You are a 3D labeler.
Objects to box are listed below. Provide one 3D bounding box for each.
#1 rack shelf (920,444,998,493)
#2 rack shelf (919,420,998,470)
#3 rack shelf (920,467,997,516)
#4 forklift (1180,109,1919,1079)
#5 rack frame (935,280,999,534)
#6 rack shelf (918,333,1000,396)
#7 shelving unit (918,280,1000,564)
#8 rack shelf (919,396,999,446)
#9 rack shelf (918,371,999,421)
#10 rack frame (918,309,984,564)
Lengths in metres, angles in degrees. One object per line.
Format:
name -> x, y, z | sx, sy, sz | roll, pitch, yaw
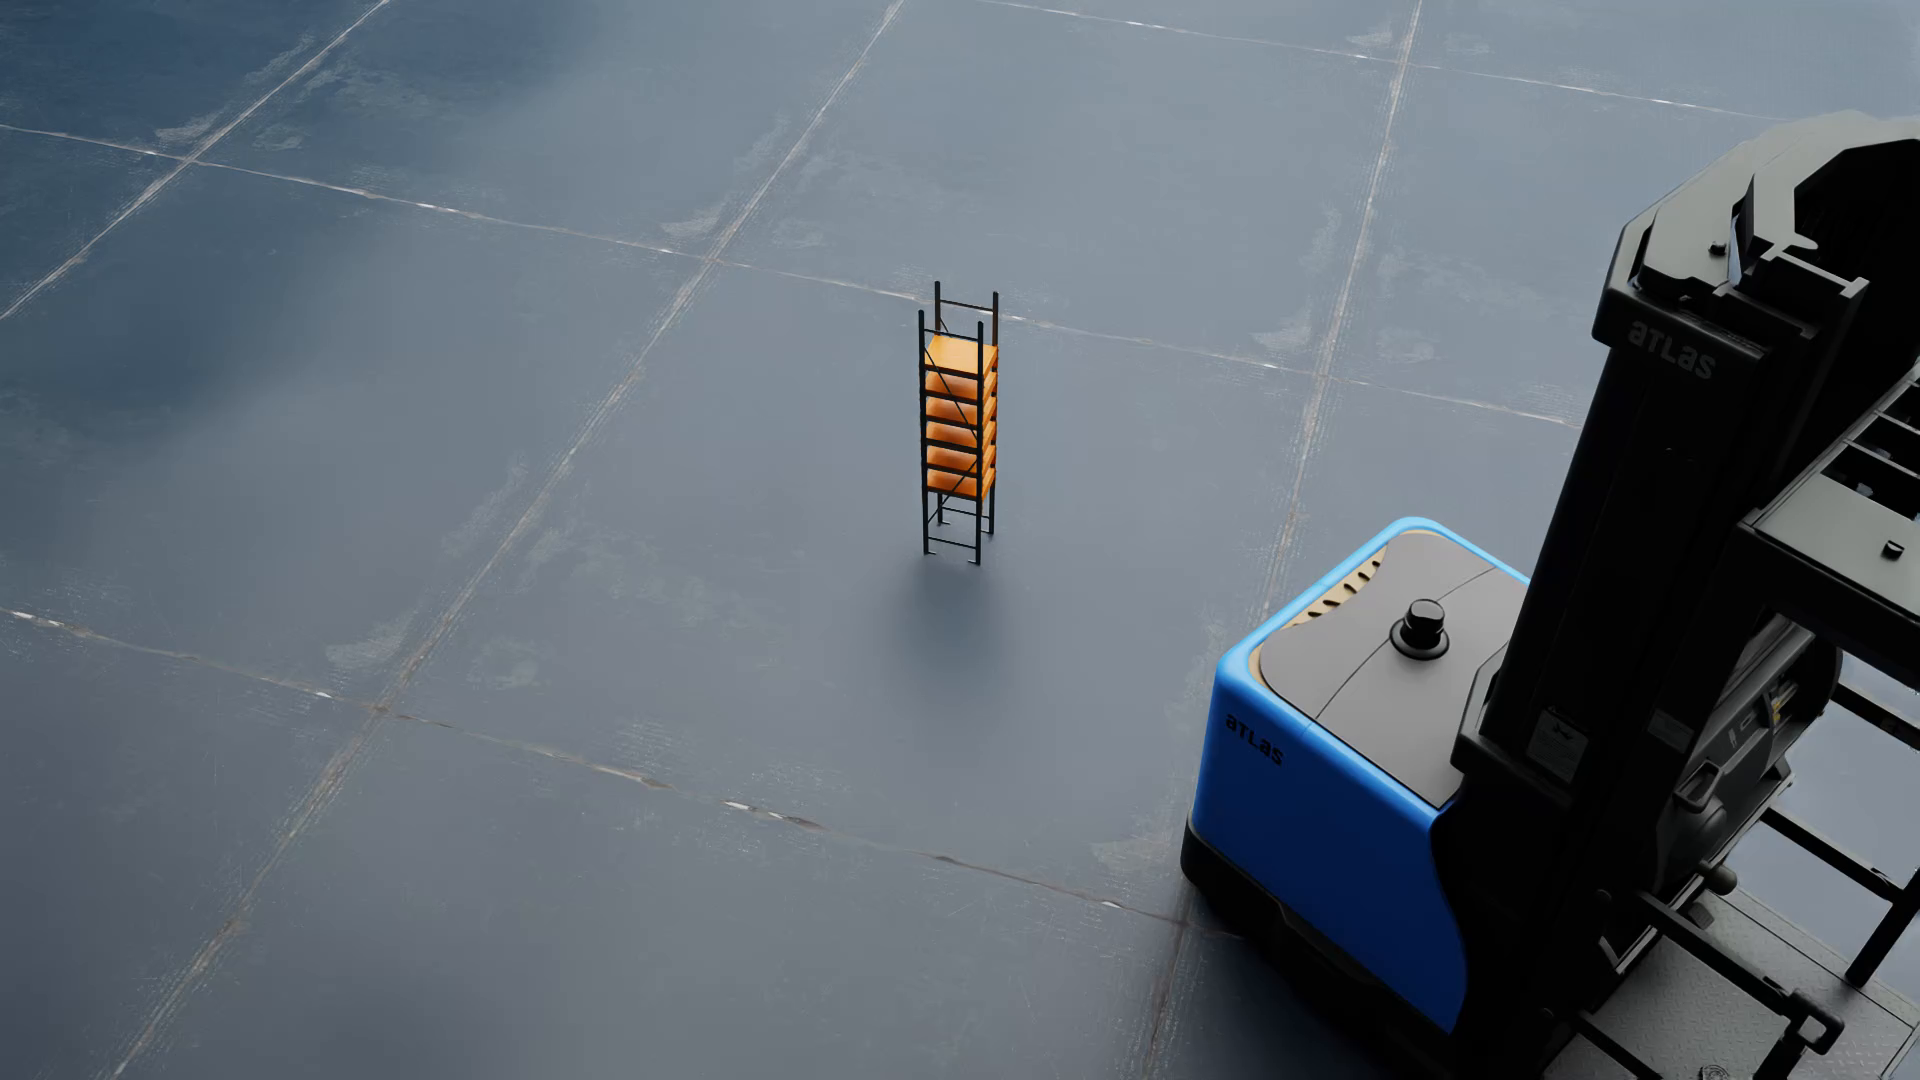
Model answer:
rack shelf -> -0.004, -0.302, 6.436 | 0.258, 0.103, 0.180 | 13, 46, 12
rack shelf -> -0.004, -0.387, 6.352 | 0.258, 0.103, 0.180 | 13, 46, 12
rack shelf -> -0.004, -0.216, 6.519 | 0.258, 0.103, 0.180 | 13, 46, 12
forklift -> 2.107, 0.603, 4.038 | 1.130, 2.935, 3.031 | -33, 53, -29
rack frame -> 0.023, -0.480, 6.383 | 0.240, 1.200, 0.006 | 13, 46, 12
rack shelf -> -0.004, -0.645, 6.100 | 0.258, 0.103, 0.180 | 13, 46, 12
shelving unit -> -0.004, -0.419, 6.321 | 0.258, 1.200, 0.189 | 13, 46, 12
rack shelf -> -0.004, -0.473, 6.268 | 0.258, 0.103, 0.180 | 13, 46, 12
rack shelf -> -0.004, -0.559, 6.184 | 0.258, 0.103, 0.180 | 13, 46, 12
rack frame -> -0.032, -0.358, 6.258 | 0.240, 1.200, 0.006 | 13, 46, 12
